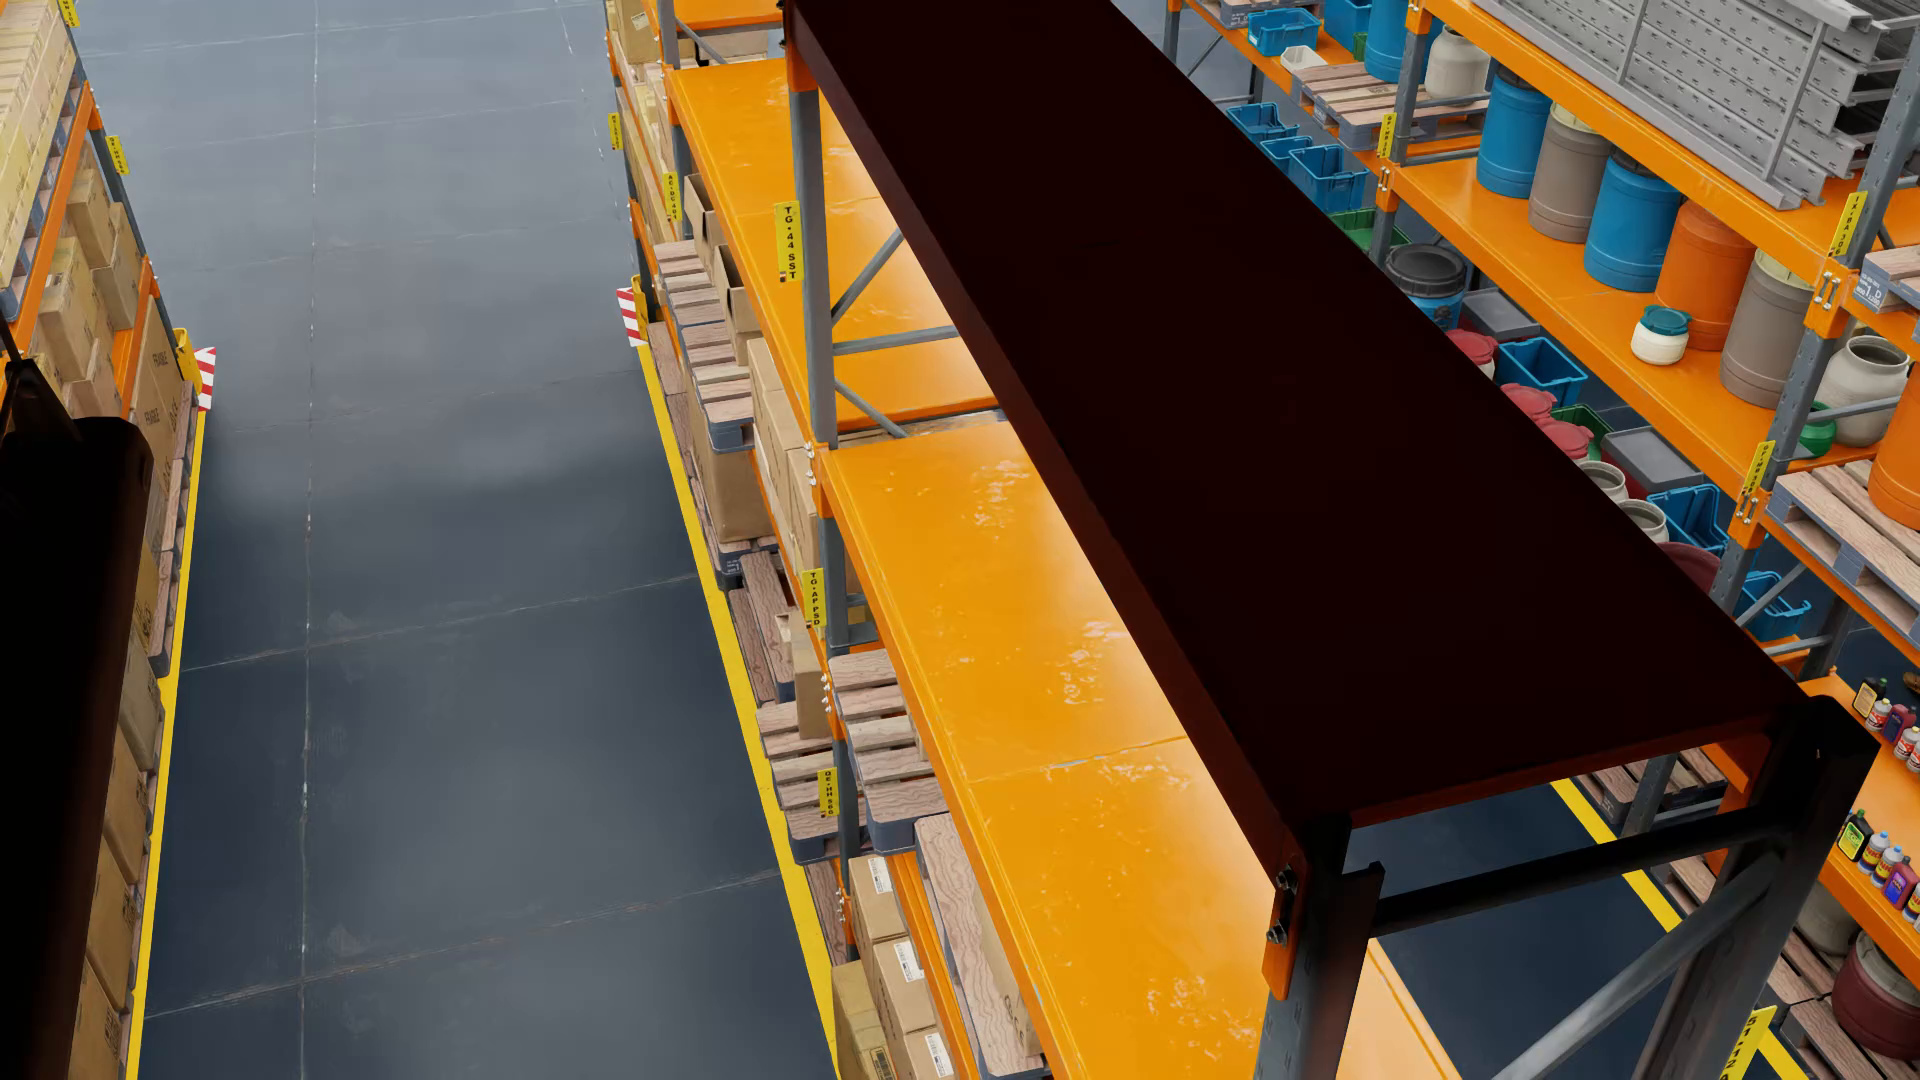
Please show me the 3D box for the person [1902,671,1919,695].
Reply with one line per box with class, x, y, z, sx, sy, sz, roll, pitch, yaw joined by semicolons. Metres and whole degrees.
person;6.682;0.485;10.807;0.624;1.766;0.699;-21;43;-25
